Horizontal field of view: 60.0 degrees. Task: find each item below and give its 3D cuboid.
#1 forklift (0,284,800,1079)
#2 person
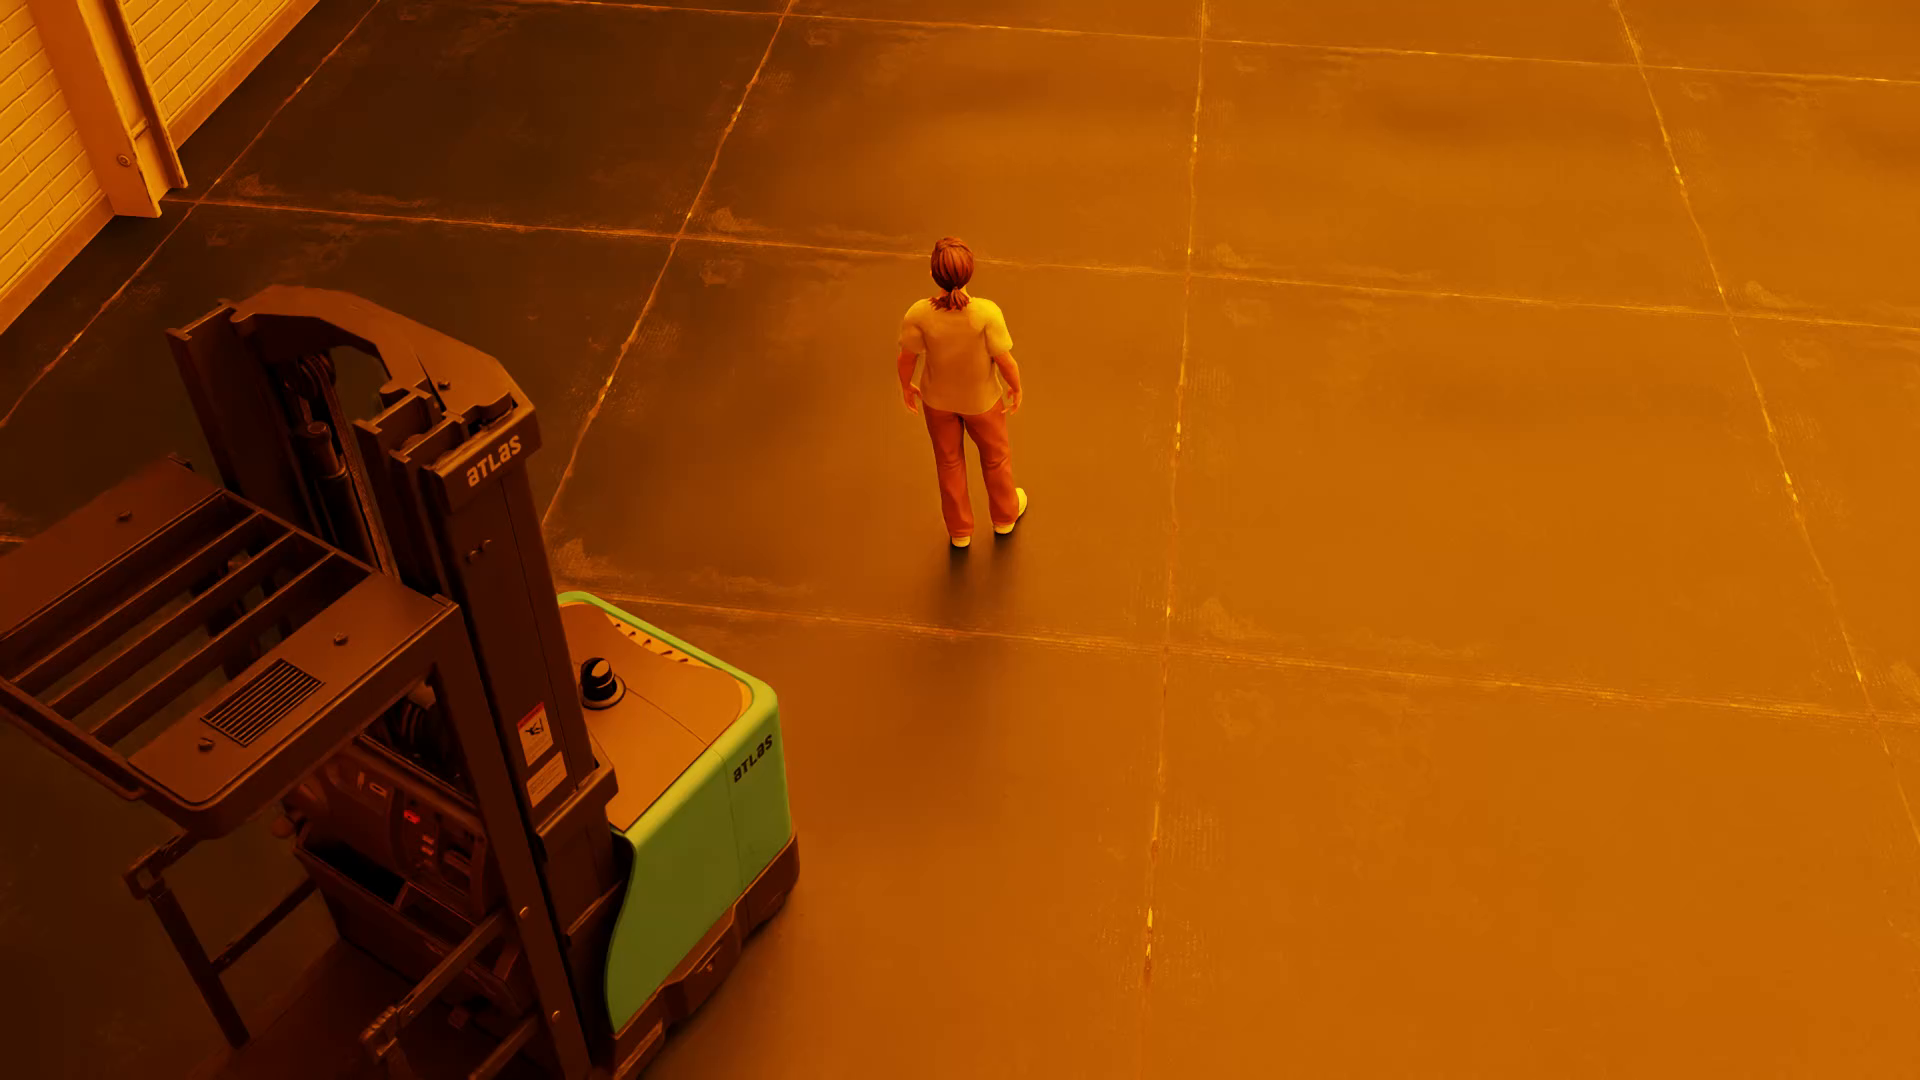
[{"bbox_3d":[-1.838,0.888,4.758,1.130,2.935,3.031,24,48,24],"label":"forklift"},{"bbox_3d":[0.020,-0.671,7.372,0.555,1.675,0.549,5,43,6],"label":"person"}]
